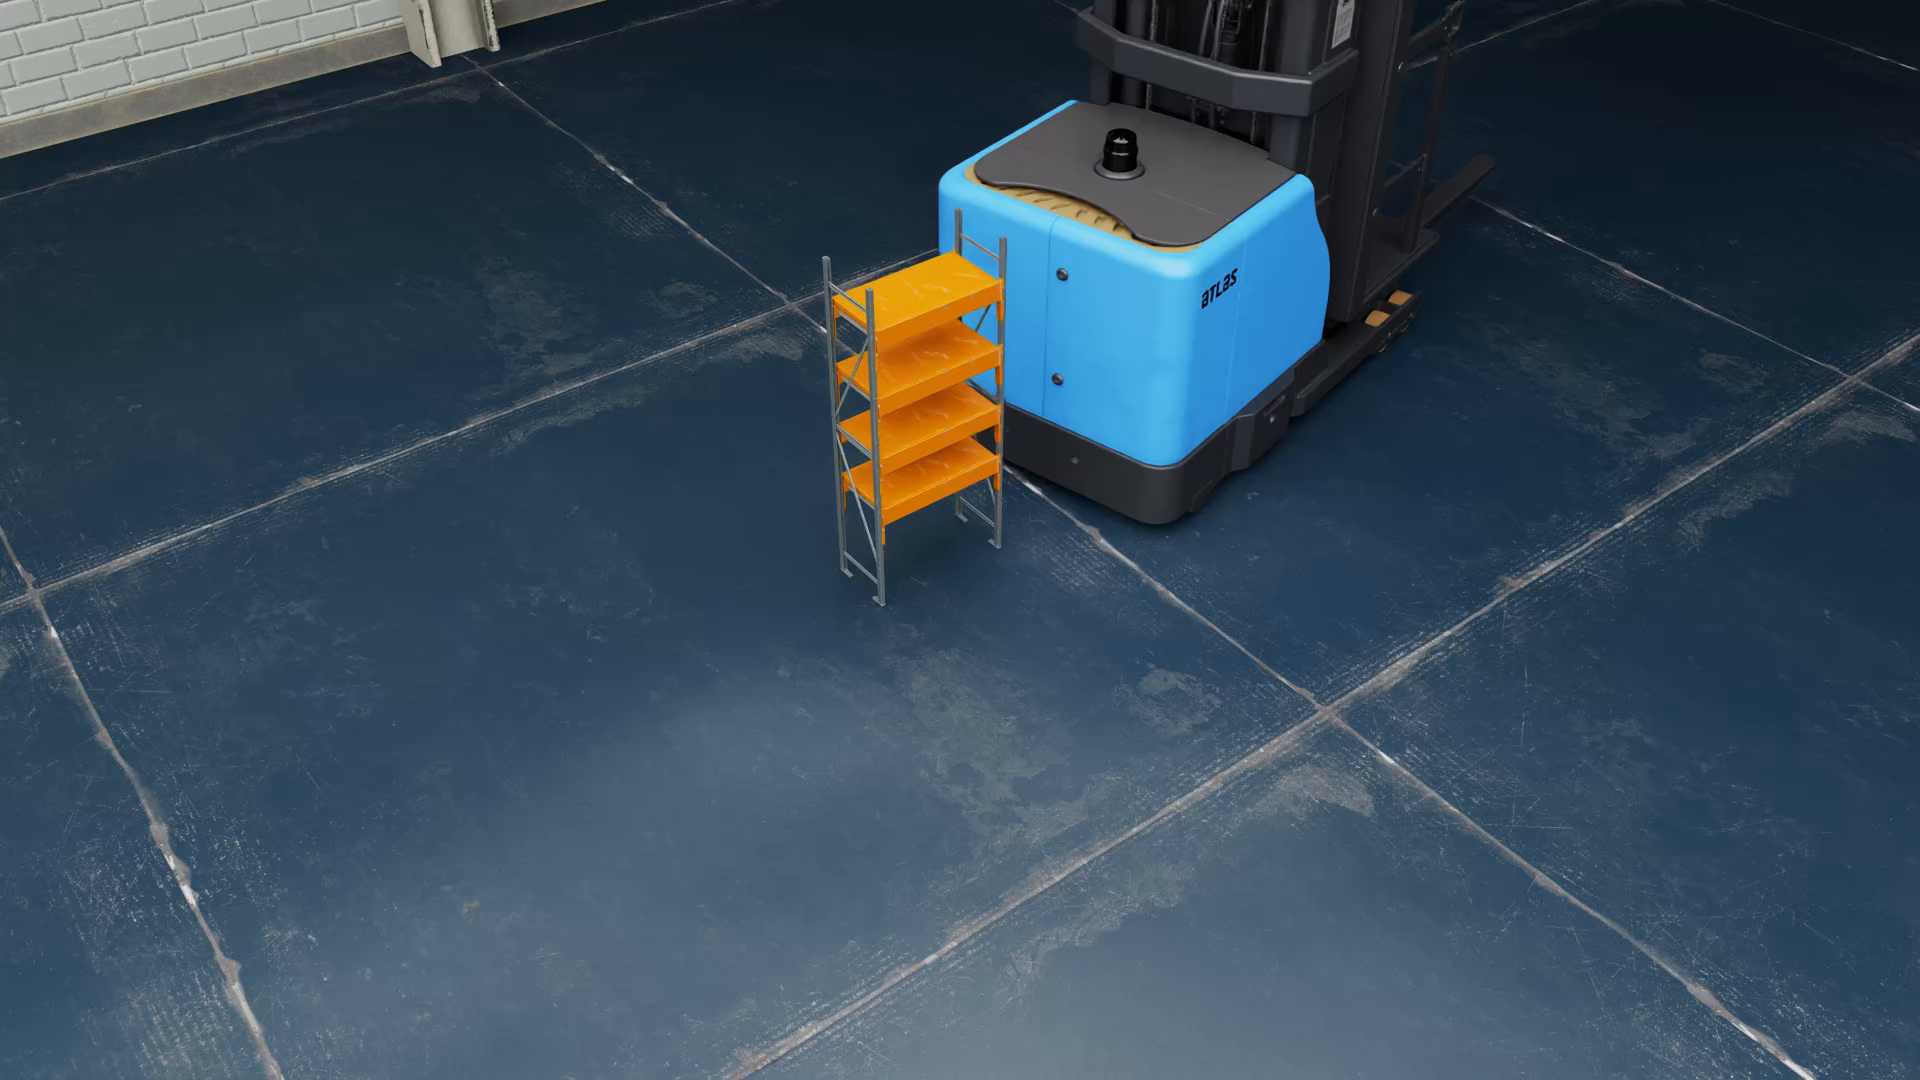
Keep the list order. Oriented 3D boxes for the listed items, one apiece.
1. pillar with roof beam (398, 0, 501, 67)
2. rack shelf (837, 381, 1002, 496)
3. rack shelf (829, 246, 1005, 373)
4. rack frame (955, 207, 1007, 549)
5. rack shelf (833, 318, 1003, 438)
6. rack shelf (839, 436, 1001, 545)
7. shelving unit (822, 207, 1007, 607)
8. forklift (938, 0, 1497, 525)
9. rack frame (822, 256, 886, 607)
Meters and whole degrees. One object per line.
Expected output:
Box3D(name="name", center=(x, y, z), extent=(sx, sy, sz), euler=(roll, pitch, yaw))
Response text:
Box3D(name="pillar with roof beam", center=(-0.105, -3.966, 3.489), extent=(0.400, 9.000, 9.100), euler=(-26, 46, -28))
Box3D(name="rack shelf", center=(-0.131, -0.348, 5.334), extent=(0.480, 0.148, 0.258), euler=(-26, 46, -28))
Box3D(name="rack shelf", center=(-0.131, -0.704, 5.042), extent=(0.480, 0.148, 0.258), euler=(-26, 46, -28))
Box3D(name="rack frame", center=(0.062, -0.494, 5.406), extent=(0.015, 1.200, 0.240), euler=(-26, 46, -28))
Box3D(name="rack shelf", center=(-0.131, -0.521, 5.192), extent=(0.480, 0.148, 0.258), euler=(-26, 46, -28))
Box3D(name="rack shelf", center=(-0.131, -0.194, 5.460), extent=(0.480, 0.148, 0.258), euler=(-26, 46, -28))
Box3D(name="shelving unit", center=(-0.131, -0.400, 5.291), extent=(0.503, 1.200, 0.258), euler=(-26, 46, -28))
Box3D(name="forklift", center=(1.221, -2.061, 5.952), extent=(1.130, 2.935, 3.031), euler=(27, 46, 29))
Box3D(name="rack frame", center=(-0.325, -0.306, 5.176), extent=(0.015, 1.200, 0.240), euler=(-26, 46, -28))
